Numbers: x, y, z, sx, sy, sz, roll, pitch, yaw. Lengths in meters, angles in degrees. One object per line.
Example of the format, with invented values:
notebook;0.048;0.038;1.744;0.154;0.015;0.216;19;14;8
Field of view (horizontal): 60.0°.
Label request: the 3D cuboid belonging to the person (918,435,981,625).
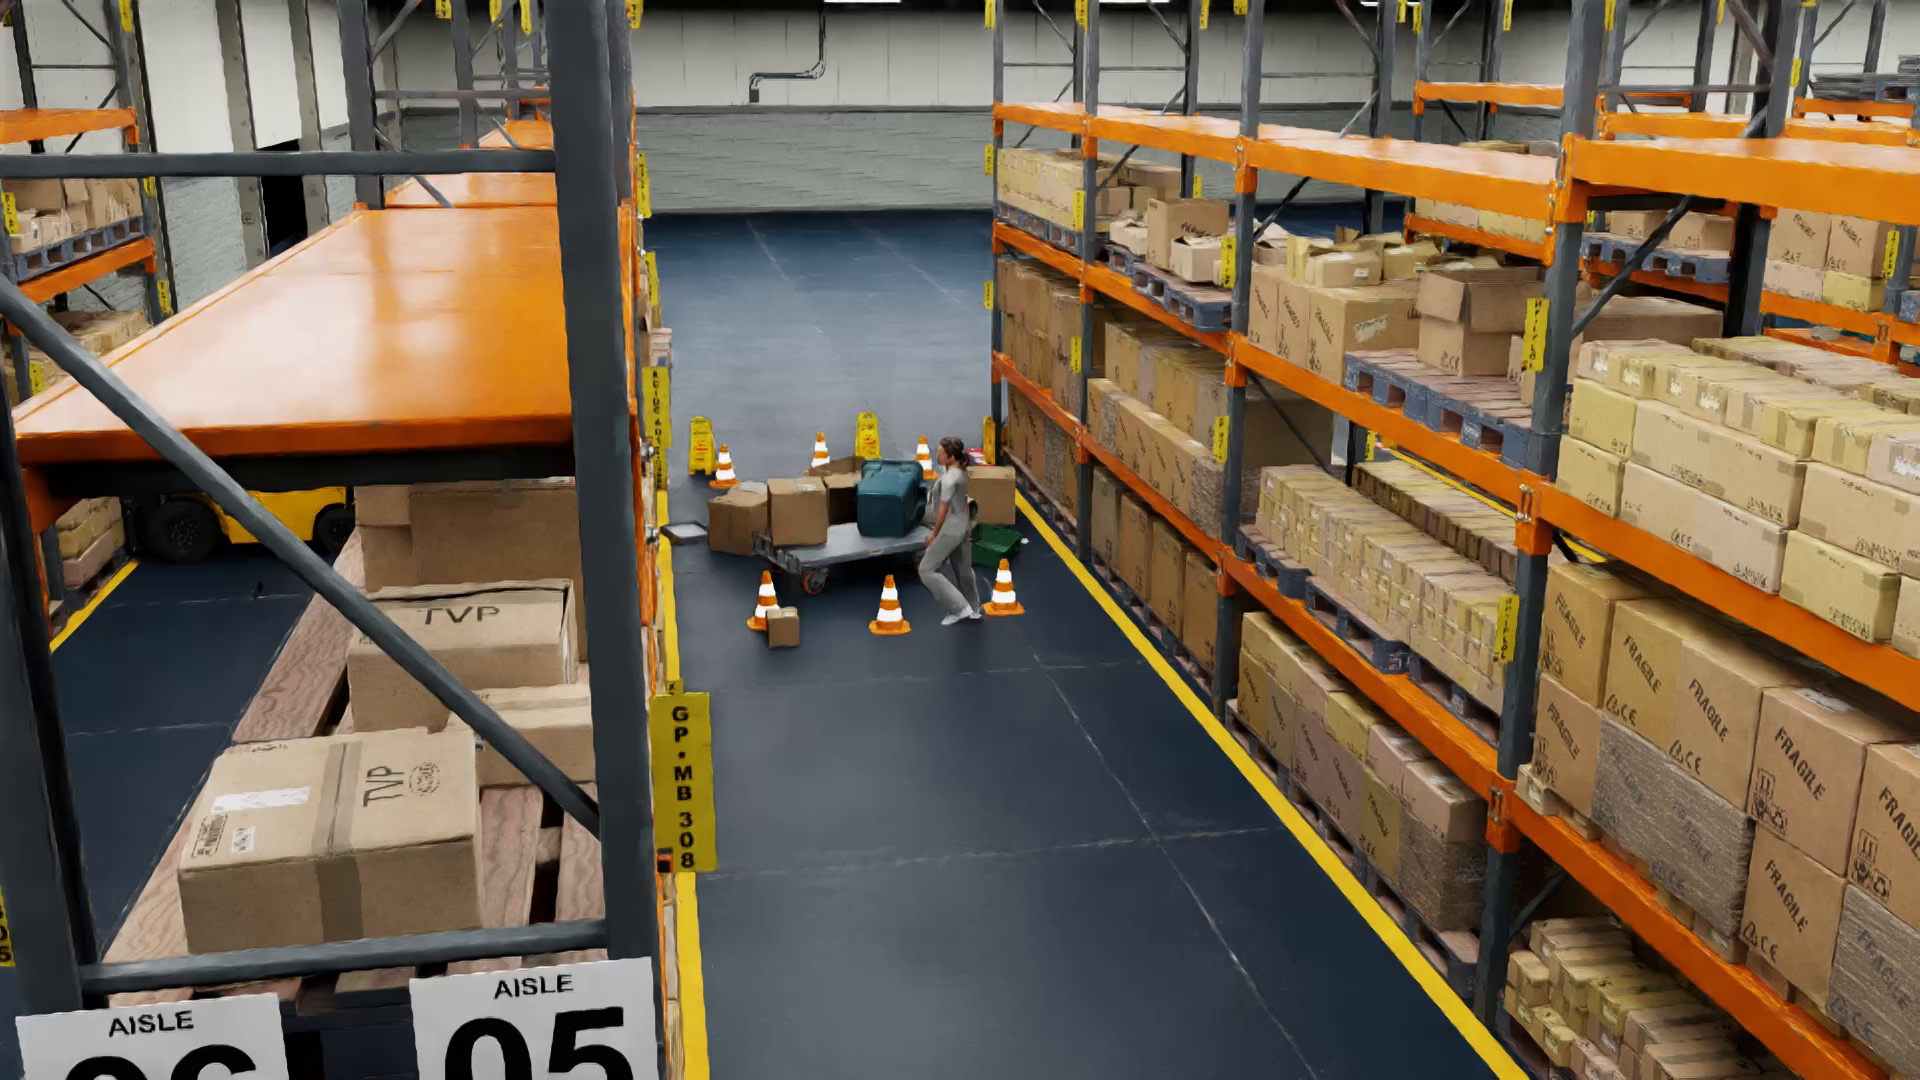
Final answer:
person;-0.062;-0.082;13.801;0.464;1.652;0.588;4;17;14
